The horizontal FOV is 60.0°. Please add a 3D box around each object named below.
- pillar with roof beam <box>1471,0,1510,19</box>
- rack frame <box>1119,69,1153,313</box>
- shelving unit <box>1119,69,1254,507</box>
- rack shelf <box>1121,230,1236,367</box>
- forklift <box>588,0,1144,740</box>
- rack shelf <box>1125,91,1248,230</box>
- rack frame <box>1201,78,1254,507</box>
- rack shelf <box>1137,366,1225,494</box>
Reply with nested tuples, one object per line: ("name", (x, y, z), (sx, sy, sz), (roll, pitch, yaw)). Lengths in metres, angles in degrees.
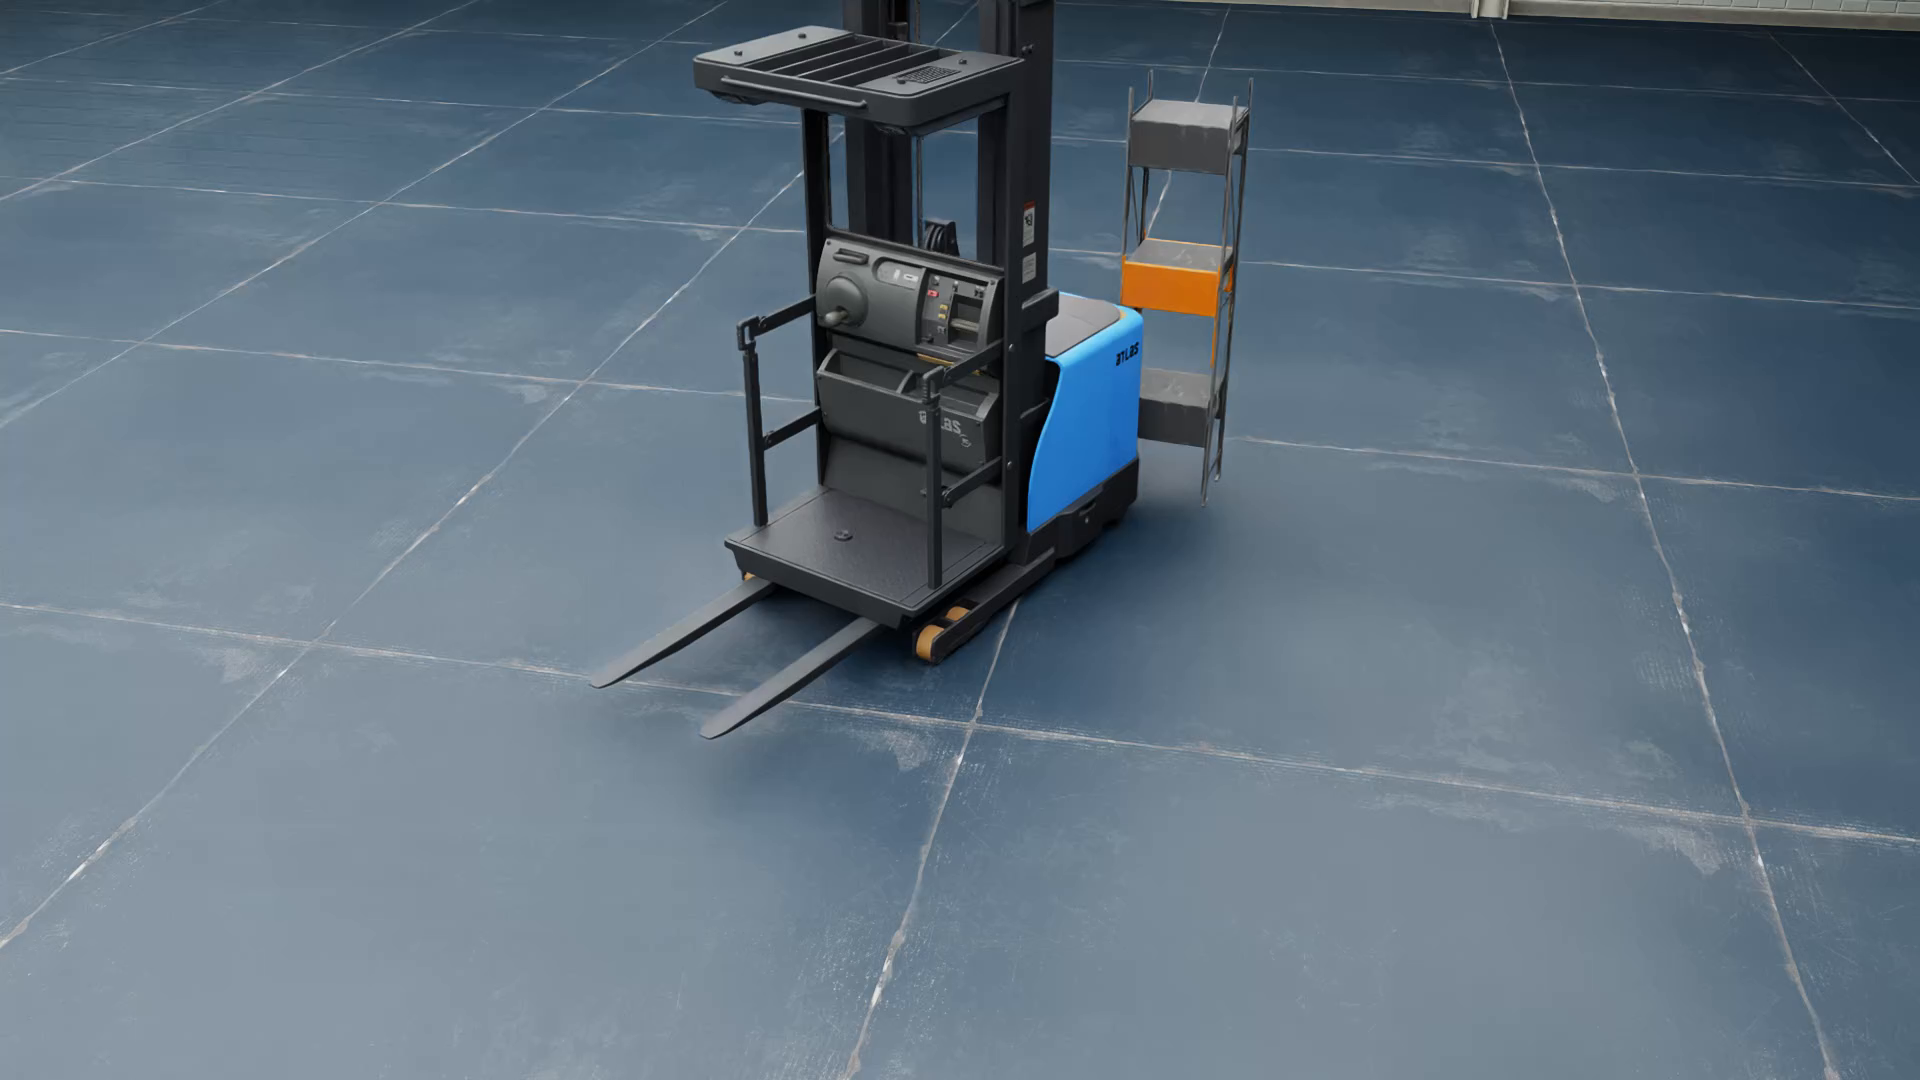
("pillar with roof beam", (5.285, -8.057, 13.596), (0.400, 9.000, 9.100), (6, 29, 11))
("rack frame", (0.859, -1.260, 8.364), (0.015, 2.100, 0.400), (10, 30, 17))
("shelving unit", (1.088, -1.220, 8.291), (0.503, 2.100, 0.431), (10, 30, 17))
("rack shelf", (1.088, -1.208, 8.298), (0.480, 0.518, 0.431), (10, 30, 17))
("forklift", (-0.358, -1.010, 7.043), (1.130, 2.935, 3.031), (19, 34, 30))
("rack shelf", (1.088, -1.822, 7.961), (0.480, 0.518, 0.431), (10, 30, 17))
("rack frame", (1.317, -1.179, 8.218), (0.015, 2.100, 0.400), (10, 30, 17))
("rack shelf", (1.088, -0.594, 8.634), (0.480, 0.518, 0.431), (10, 30, 17))
